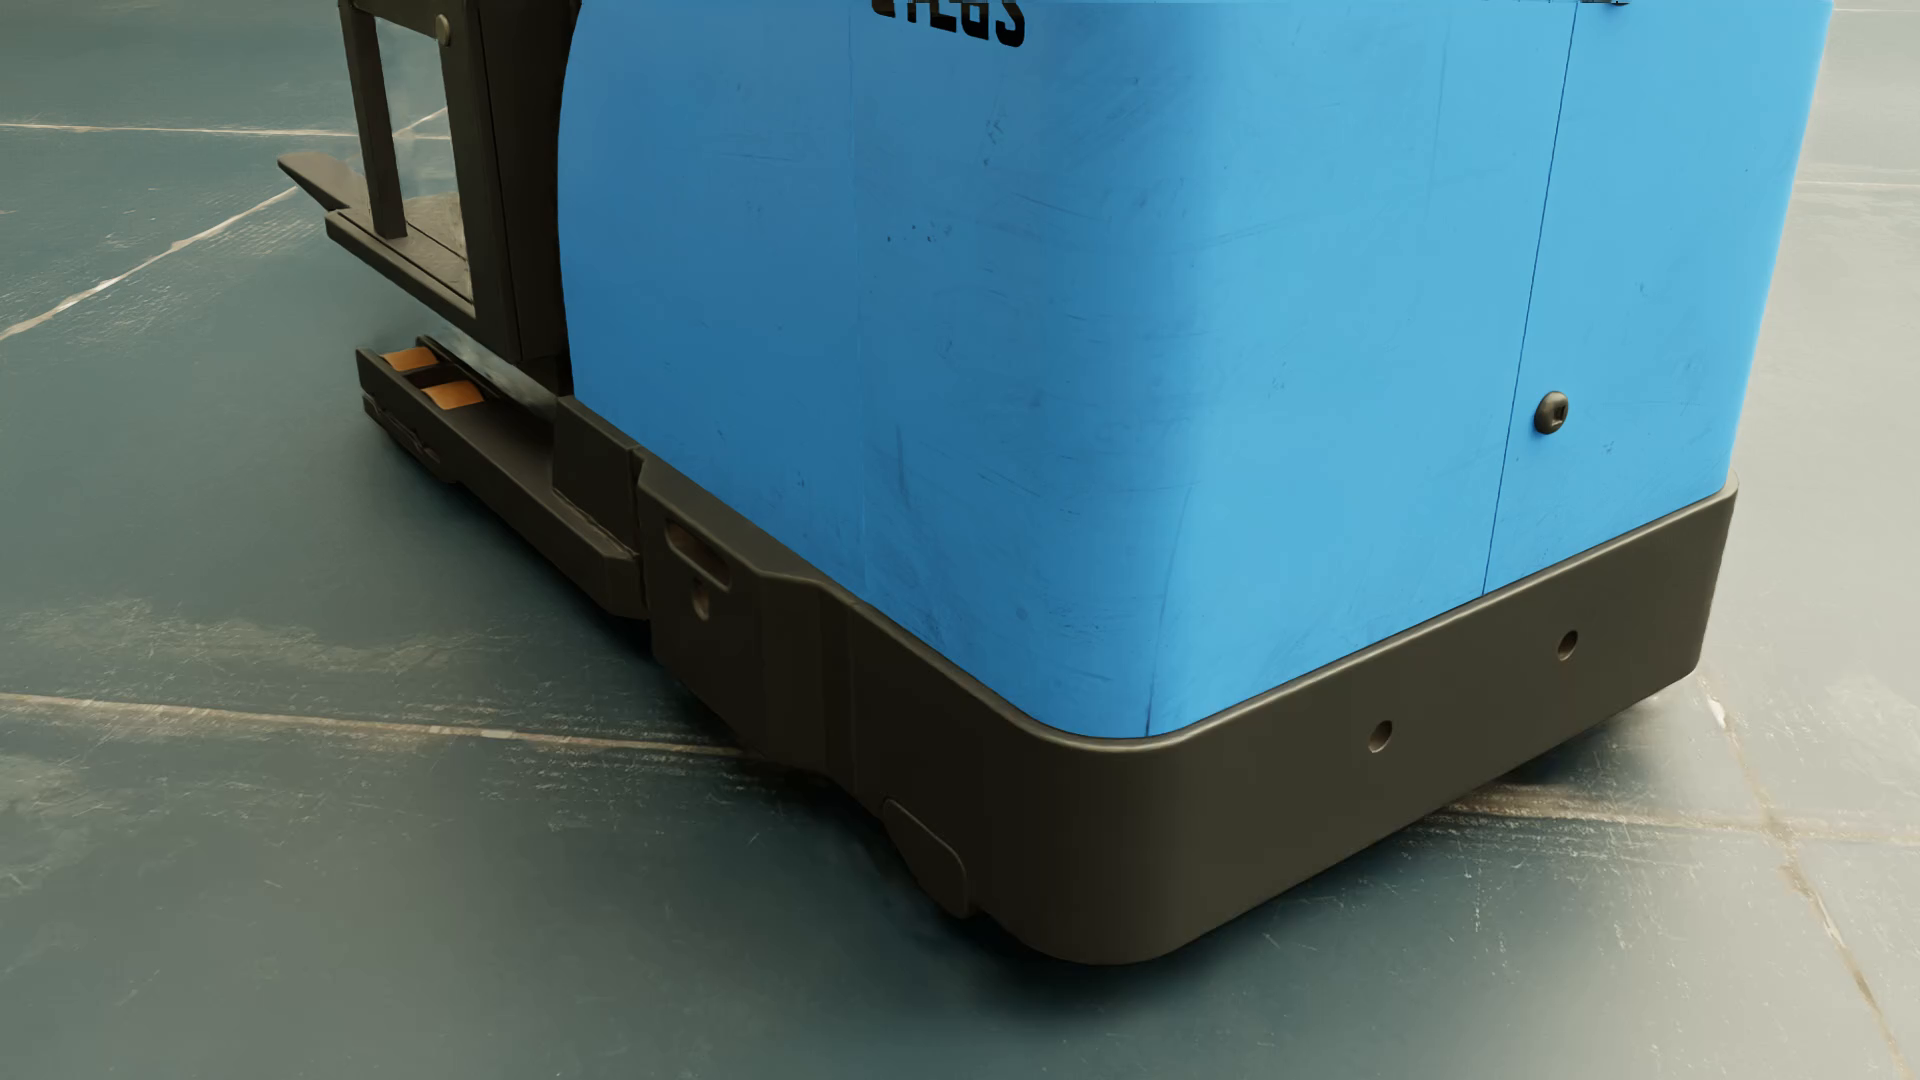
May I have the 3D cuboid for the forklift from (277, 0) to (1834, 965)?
[{"bbox_3d":[-0.360,-1.516,2.255,1.130,2.935,3.031,-18,32,-32],"label":"forklift"}]
